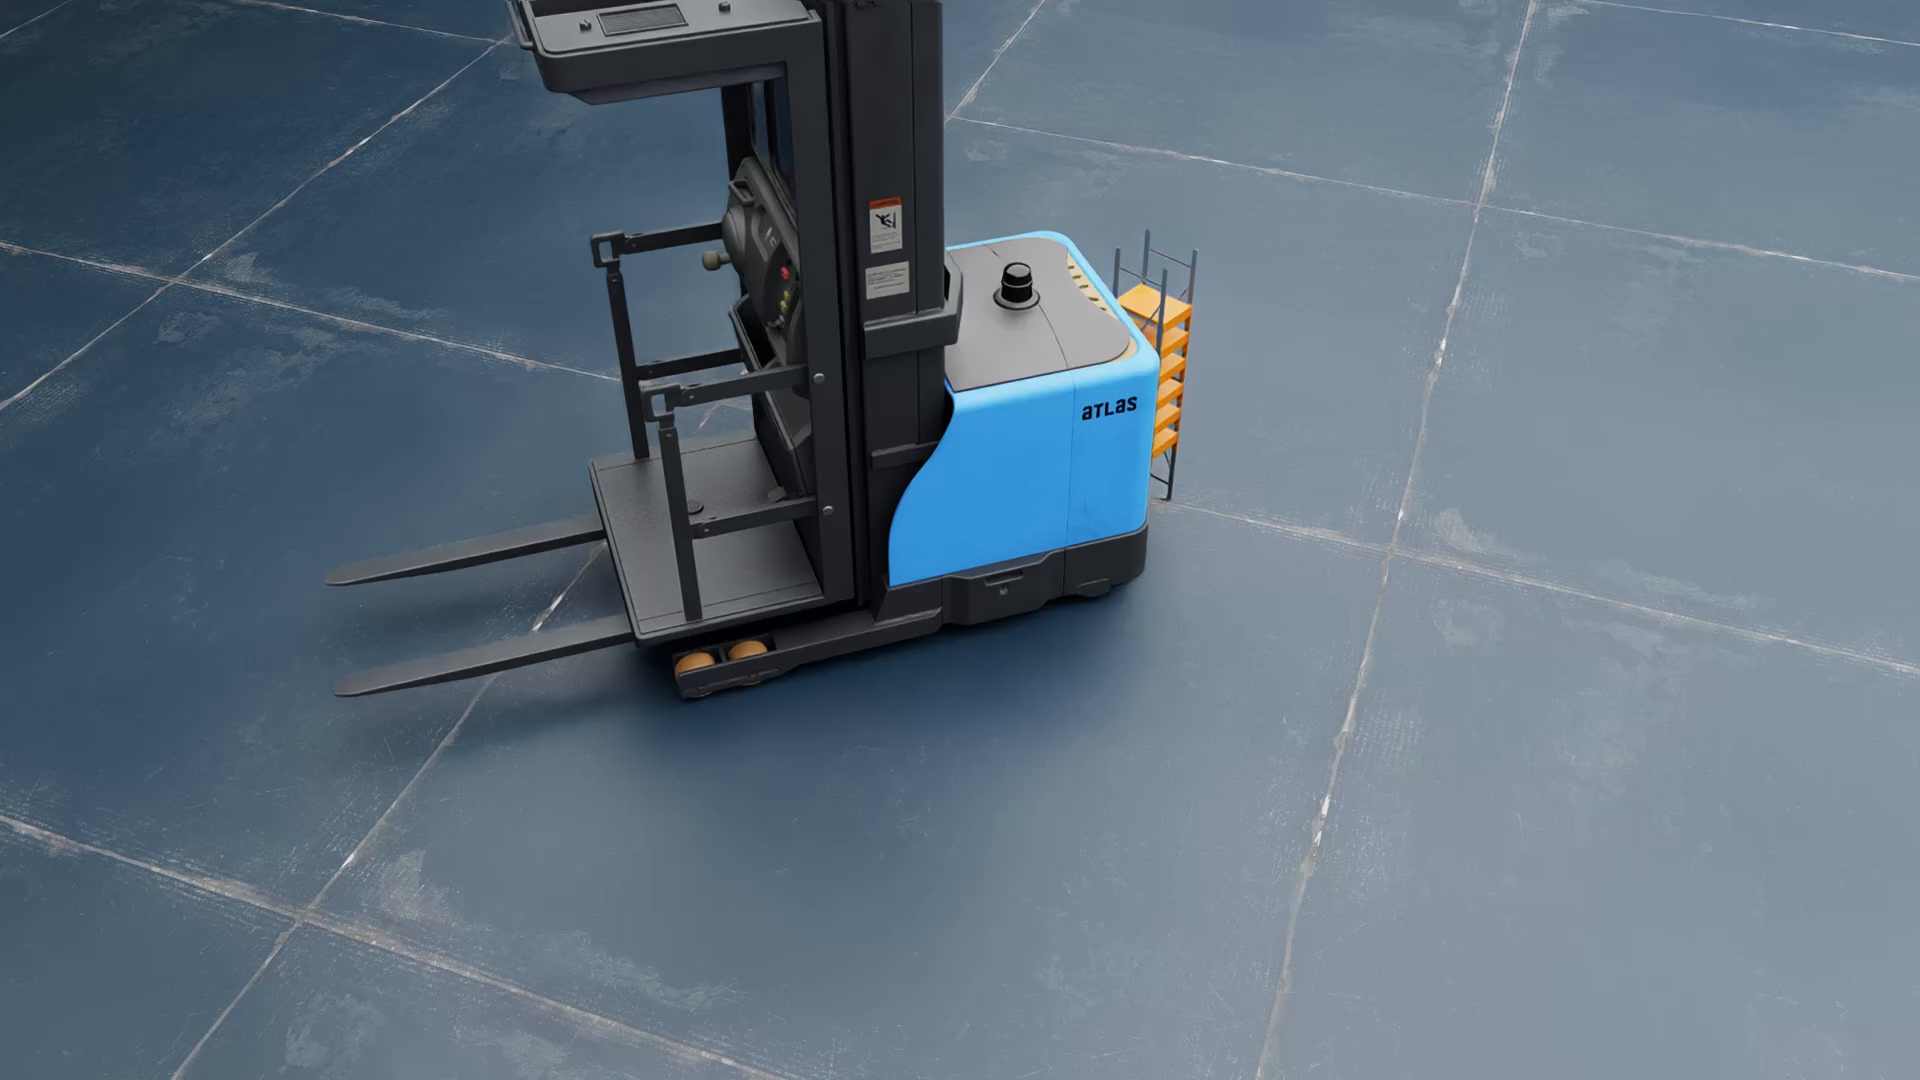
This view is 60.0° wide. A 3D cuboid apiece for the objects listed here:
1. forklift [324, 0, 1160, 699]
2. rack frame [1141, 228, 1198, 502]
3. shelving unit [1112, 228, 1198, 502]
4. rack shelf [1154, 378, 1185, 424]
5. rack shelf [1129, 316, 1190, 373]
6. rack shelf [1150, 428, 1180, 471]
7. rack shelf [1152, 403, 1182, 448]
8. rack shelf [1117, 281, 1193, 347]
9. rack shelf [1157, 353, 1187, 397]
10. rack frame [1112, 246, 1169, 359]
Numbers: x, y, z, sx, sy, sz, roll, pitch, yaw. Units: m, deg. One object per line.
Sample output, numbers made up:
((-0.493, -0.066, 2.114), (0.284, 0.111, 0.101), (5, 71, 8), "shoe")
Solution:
((-0.849, -0.927, 5.579), (3.031, 2.935, 1.130), (-12, 42, -14), "forklift")
((0.792, -0.669, 6.609), (0.240, 1.200, 0.006), (30, 49, 31), "rack frame")
((0.730, -0.625, 6.558), (0.258, 1.200, 0.189), (30, 49, 31), "shelving unit")
((0.730, -0.591, 6.586), (0.258, 0.103, 0.180), (30, 49, 31), "rack shelf")
((0.730, -0.774, 6.431), (0.258, 0.103, 0.180), (30, 49, 31), "rack shelf")
((0.730, -0.408, 6.742), (0.258, 0.103, 0.180), (30, 49, 31), "rack shelf")
((0.730, -0.499, 6.664), (0.258, 0.103, 0.180), (30, 49, 31), "rack shelf")
((0.730, -0.865, 6.353), (0.258, 0.103, 0.180), (30, 49, 31), "rack shelf")
((0.730, -0.682, 6.509), (0.258, 0.103, 0.180), (30, 49, 31), "rack shelf")
((0.669, -0.581, 6.506), (0.240, 1.200, 0.006), (30, 49, 31), "rack frame")
